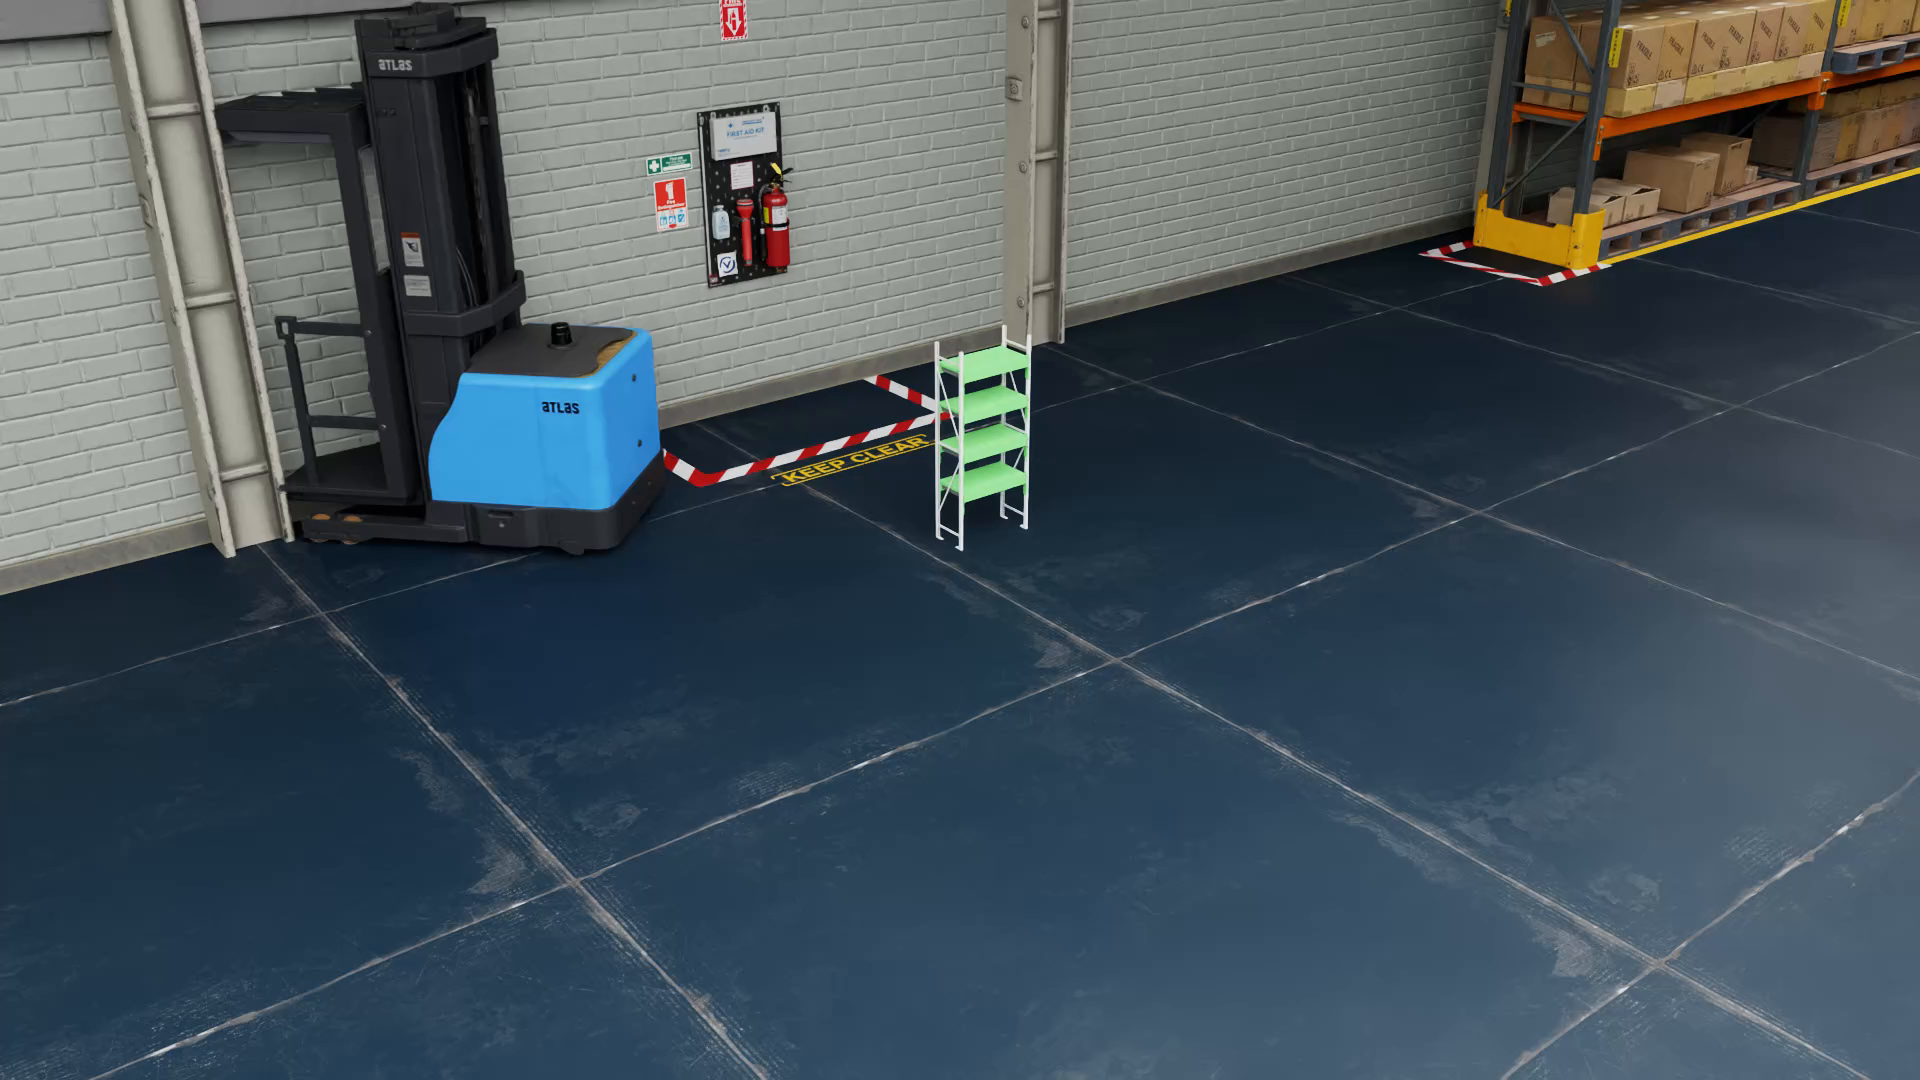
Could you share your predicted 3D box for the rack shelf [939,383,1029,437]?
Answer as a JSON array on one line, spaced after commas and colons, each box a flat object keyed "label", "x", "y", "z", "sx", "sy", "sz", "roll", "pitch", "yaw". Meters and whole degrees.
[{"label": "rack shelf", "x": 0.130, "y": -0.747, "z": 9.516, "sx": 0.480, "sy": 0.148, "sz": 0.258, "roll": -18, "pitch": 31, "yaw": -34}]

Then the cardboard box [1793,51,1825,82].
[{"label": "cardboard box", "x": 8.244, "y": -4.765, "z": 16.609, "sx": 0.500, "sy": 0.250, "sz": 0.500, "roll": -18, "pitch": 30, "yaw": -34}]

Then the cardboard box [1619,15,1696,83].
[{"label": "cardboard box", "x": 6.239, "y": -4.439, "z": 15.016, "sx": 0.500, "sy": 0.500, "sz": 0.500, "roll": -18, "pitch": 30, "yaw": -34}]

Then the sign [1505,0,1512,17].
[{"label": "sign", "x": 4.956, "y": -4.866, "z": 14.921, "sx": 0.005, "sy": 0.325, "sz": 0.100, "roll": -18, "pitch": 31, "yaw": -34}]

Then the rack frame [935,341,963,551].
[{"label": "rack frame", "x": -0.062, "y": -0.524, "z": 9.453, "sx": 0.015, "sy": 1.200, "sz": 0.240, "roll": -18, "pitch": 31, "yaw": -34}]

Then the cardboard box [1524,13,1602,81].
[{"label": "cardboard box", "x": 5.522, "y": -4.483, "z": 15.109, "sx": 0.500, "sy": 0.500, "sz": 0.500, "roll": -19, "pitch": 31, "yaw": -35}]

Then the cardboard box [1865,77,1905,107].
[{"label": "cardboard box", "x": 10.154, "y": -5.026, "z": 18.571, "sx": 0.500, "sy": 0.250, "sz": 0.500, "roll": -18, "pitch": 31, "yaw": -34}]

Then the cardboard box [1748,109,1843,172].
[{"label": "cardboard box", "x": 8.999, "y": -4.310, "z": 17.920, "sx": 0.500, "sy": 0.500, "sz": 0.700, "roll": -17, "pitch": 30, "yaw": -32}]

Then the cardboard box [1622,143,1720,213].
[{"label": "cardboard box", "x": 6.939, "y": -3.546, "z": 16.275, "sx": 0.500, "sy": 0.500, "sz": 0.700, "roll": -21, "pitch": 32, "yaw": -37}]

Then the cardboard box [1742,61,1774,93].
[{"label": "cardboard box", "x": 7.461, "y": -4.503, "z": 16.043, "sx": 0.500, "sy": 0.250, "sz": 0.500, "roll": -18, "pitch": 31, "yaw": -34}]

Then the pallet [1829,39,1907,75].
[{"label": "pallet", "x": 9.121, "y": -5.111, "z": 17.427, "sx": 1.213, "sy": 0.211, "sz": 1.003, "roll": -18, "pitch": 31, "yaw": -34}]

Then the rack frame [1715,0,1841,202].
[{"label": "rack frame", "x": 8.430, "y": -5.048, "z": 17.063, "sx": 0.127, "sy": 3.000, "sz": 1.000, "roll": -18, "pitch": 31, "yaw": -34}]

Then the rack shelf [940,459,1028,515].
[{"label": "rack shelf", "x": 0.130, "y": -0.312, "z": 9.718, "sx": 0.480, "sy": 0.148, "sz": 0.258, "roll": -18, "pitch": 31, "yaw": -34}]

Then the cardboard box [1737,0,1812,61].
[{"label": "cardboard box", "x": 7.860, "y": -4.972, "z": 16.163, "sx": 0.500, "sy": 0.500, "sz": 0.500, "roll": -18, "pitch": 31, "yaw": -34}]

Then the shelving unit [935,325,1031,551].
[{"label": "shelving unit", "x": 0.130, "y": -0.587, "z": 9.590, "sx": 0.503, "sy": 1.200, "sz": 0.258, "roll": -18, "pitch": 31, "yaw": -34}]

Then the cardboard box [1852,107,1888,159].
[{"label": "cardboard box", "x": 9.801, "y": -4.580, "z": 18.502, "sx": 0.500, "sy": 0.500, "sz": 0.700, "roll": -18, "pitch": 30, "yaw": -33}]

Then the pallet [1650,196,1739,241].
[{"label": "pallet", "x": 6.963, "y": -3.278, "z": 16.562, "sx": 1.213, "sy": 0.211, "sz": 1.003, "roll": -18, "pitch": 31, "yaw": -34}]

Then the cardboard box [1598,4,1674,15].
[{"label": "cardboard box", "x": 6.329, "y": -4.746, "z": 15.676, "sx": 0.500, "sy": 0.500, "sz": 0.500, "roll": -19, "pitch": 31, "yaw": -35}]

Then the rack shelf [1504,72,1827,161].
[{"label": "rack shelf", "x": 6.856, "y": -4.202, "z": 16.095, "sx": 4.000, "sy": 0.370, "sz": 1.077, "roll": -18, "pitch": 31, "yaw": -34}]

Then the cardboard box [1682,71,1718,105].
[{"label": "cardboard box", "x": 6.667, "y": -4.241, "z": 15.479, "sx": 0.500, "sy": 0.250, "sz": 0.500, "roll": -19, "pitch": 31, "yaw": -35}]

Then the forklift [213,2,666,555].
[{"label": "forklift", "x": -3.385, "y": -1.516, "z": 9.535, "sx": 3.031, "sy": 2.935, "sz": 1.130, "roll": 4, "pitch": 25, "yaw": 8}]

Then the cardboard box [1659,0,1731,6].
[{"label": "cardboard box", "x": 7.126, "y": -5.015, "z": 16.256, "sx": 0.500, "sy": 0.500, "sz": 0.500, "roll": -17, "pitch": 30, "yaw": -33}]

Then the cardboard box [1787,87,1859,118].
[{"label": "cardboard box", "x": 9.343, "y": -4.766, "z": 18.011, "sx": 0.500, "sy": 0.250, "sz": 0.500, "roll": -19, "pitch": 31, "yaw": -35}]

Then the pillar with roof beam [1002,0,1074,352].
[{"label": "pillar with roof beam", "x": 3.234, "y": -4.213, "z": 8.139, "sx": 0.400, "sy": 9.000, "sz": 9.100, "roll": -18, "pitch": 31, "yaw": -34}]

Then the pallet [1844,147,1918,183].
[{"label": "pallet", "x": 10.002, "y": -4.304, "z": 18.773, "sx": 1.213, "sy": 0.211, "sz": 1.003, "roll": -18, "pitch": 31, "yaw": -34}]

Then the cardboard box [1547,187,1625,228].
[{"label": "cardboard box", "x": 5.882, "y": -3.138, "z": 15.620, "sx": 0.500, "sy": 0.311, "sz": 0.500, "roll": -23, "pitch": 33, "yaw": -40}]

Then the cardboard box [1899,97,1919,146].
[{"label": "cardboard box", "x": 10.566, "y": -4.853, "z": 19.090, "sx": 0.500, "sy": 0.500, "sz": 0.700, "roll": -18, "pitch": 31, "yaw": -34}]

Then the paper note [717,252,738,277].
[{"label": "paper note", "x": -1.572, "y": -1.866, "z": 11.254, "sx": 0.142, "sy": 0.148, "sz": 0.016, "roll": -18, "pitch": 31, "yaw": -34}]

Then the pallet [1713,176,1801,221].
[{"label": "pallet", "x": 7.923, "y": -3.596, "z": 17.249, "sx": 1.213, "sy": 0.211, "sz": 1.003, "roll": -18, "pitch": 31, "yaw": -34}]

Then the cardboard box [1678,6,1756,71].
[{"label": "cardboard box", "x": 7.048, "y": -4.709, "z": 15.598, "sx": 0.500, "sy": 0.500, "sz": 0.500, "roll": -17, "pitch": 30, "yaw": -32}]

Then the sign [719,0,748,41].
[{"label": "sign", "x": -1.458, "y": -3.371, "z": 10.697, "sx": 0.199, "sy": 0.298, "sz": 0.001, "roll": -18, "pitch": 31, "yaw": -34}]

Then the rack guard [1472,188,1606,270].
[{"label": "rack guard", "x": 5.342, "y": -2.894, "z": 15.393, "sx": 0.348, "sy": 0.500, "sz": 1.175, "roll": -18, "pitch": 31, "yaw": -34}]

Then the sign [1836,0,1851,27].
[{"label": "sign", "x": 8.771, "y": -5.262, "z": 16.497, "sx": 0.005, "sy": 0.325, "sz": 0.100, "roll": -18, "pitch": 31, "yaw": -34}]

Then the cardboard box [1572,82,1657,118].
[{"label": "cardboard box", "x": 5.862, "y": -3.971, "z": 14.898, "sx": 0.500, "sy": 0.250, "sz": 0.500, "roll": -19, "pitch": 31, "yaw": -35}]

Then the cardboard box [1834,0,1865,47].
[{"label": "cardboard box", "x": 8.852, "y": -5.413, "z": 17.210, "sx": 0.500, "sy": 0.500, "sz": 0.700, "roll": -18, "pitch": 30, "yaw": -34}]

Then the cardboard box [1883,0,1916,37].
[{"label": "cardboard box", "x": 9.795, "y": -5.738, "z": 17.908, "sx": 0.500, "sy": 0.500, "sz": 0.700, "roll": -14, "pitch": 28, "yaw": -27}]

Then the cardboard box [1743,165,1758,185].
[{"label": "cardboard box", "x": 8.028, "y": -3.813, "z": 17.246, "sx": 0.380, "sy": 0.166, "sz": 0.250, "roll": 22, "pitch": 33, "yaw": 39}]
